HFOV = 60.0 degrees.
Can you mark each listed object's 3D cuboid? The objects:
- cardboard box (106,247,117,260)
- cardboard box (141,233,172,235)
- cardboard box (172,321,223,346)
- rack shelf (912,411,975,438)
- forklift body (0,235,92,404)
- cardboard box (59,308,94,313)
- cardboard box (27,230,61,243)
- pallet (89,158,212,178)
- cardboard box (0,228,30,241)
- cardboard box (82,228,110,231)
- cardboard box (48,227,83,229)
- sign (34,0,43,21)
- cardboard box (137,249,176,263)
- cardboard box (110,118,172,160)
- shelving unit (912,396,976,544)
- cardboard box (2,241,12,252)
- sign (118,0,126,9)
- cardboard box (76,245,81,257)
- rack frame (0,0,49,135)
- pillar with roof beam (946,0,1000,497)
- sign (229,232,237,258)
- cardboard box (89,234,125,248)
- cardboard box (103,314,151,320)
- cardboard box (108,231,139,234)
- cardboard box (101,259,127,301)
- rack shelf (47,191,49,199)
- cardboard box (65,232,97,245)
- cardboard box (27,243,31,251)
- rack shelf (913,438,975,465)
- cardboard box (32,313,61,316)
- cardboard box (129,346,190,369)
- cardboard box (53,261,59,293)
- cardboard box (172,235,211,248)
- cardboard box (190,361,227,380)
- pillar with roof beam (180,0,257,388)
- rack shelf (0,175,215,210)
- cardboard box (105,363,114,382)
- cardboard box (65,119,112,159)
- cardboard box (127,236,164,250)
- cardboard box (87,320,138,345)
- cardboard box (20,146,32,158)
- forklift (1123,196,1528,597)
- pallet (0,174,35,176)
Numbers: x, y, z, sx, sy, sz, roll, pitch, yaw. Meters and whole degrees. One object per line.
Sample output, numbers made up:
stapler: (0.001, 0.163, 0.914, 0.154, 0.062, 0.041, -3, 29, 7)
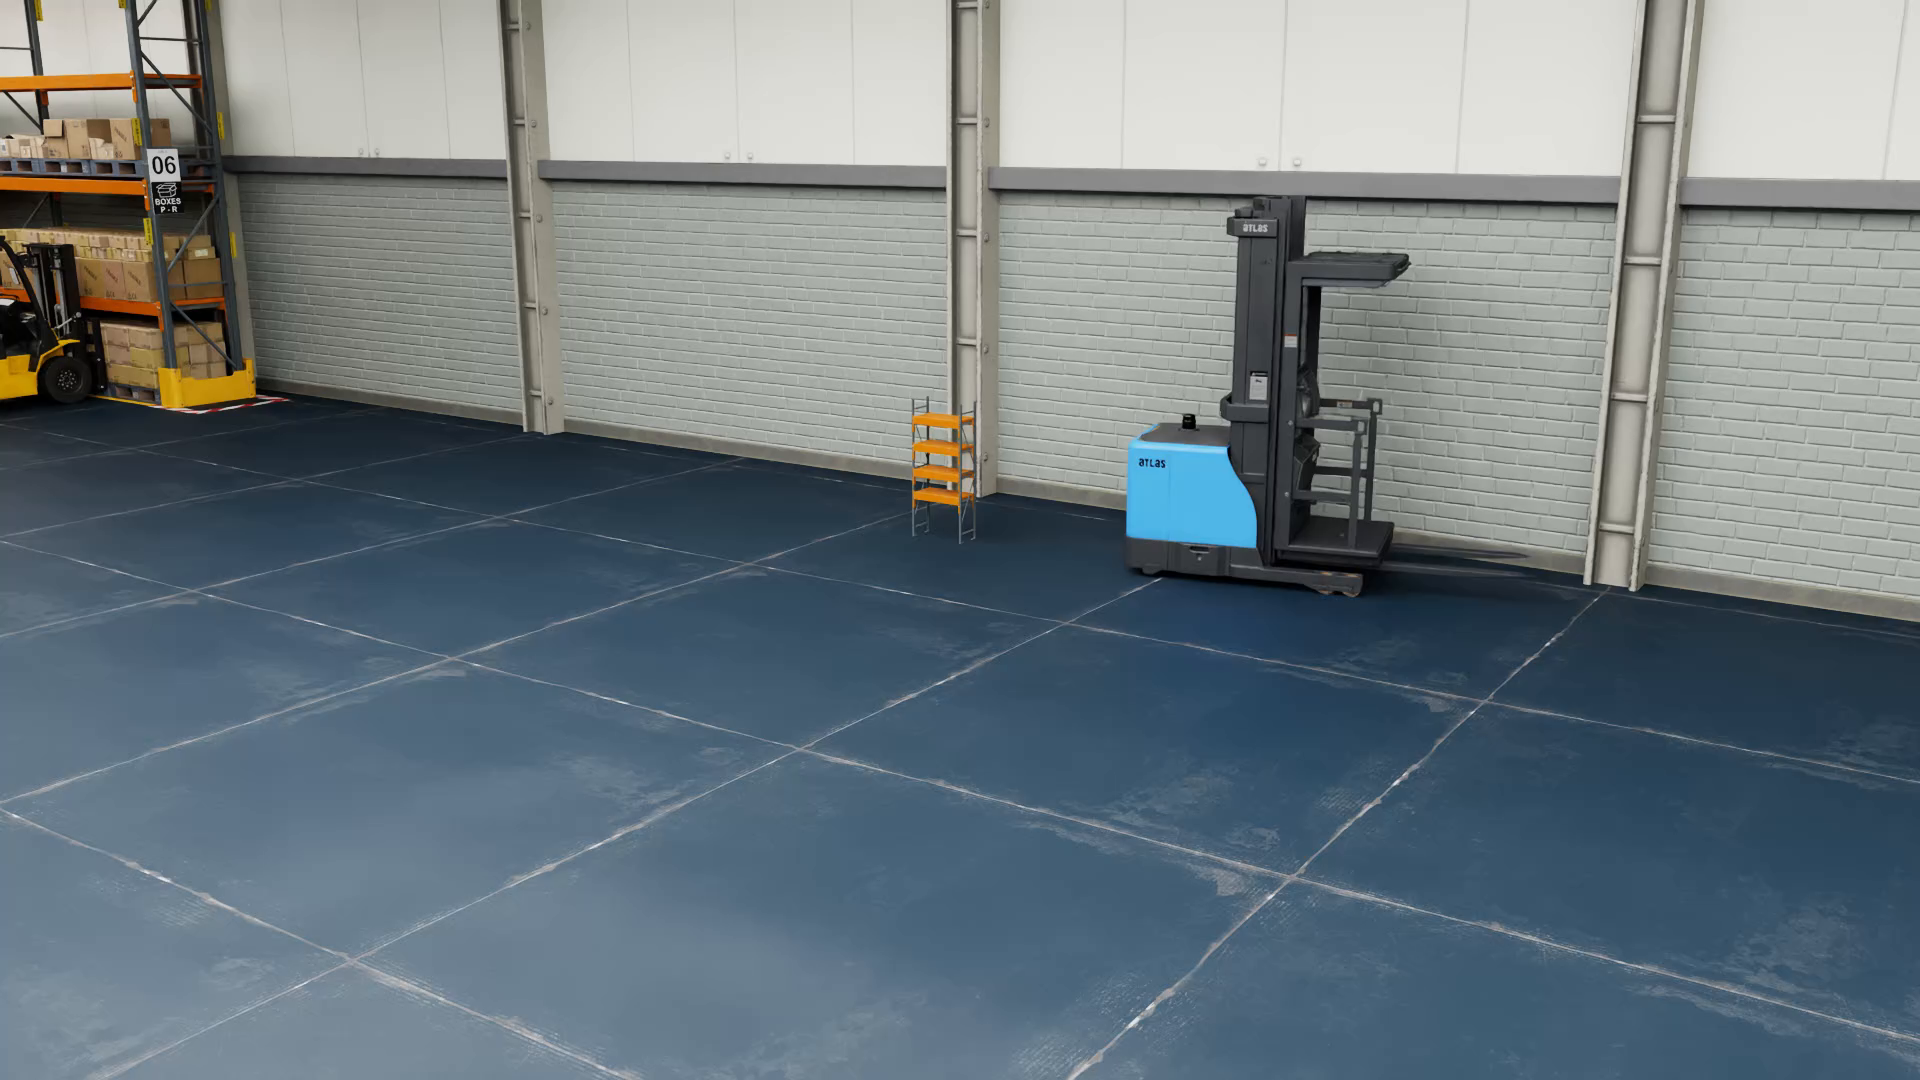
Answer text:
cardboard box: (-10.815, -3.725, 21.570, 0.250, 0.149, 0.380, 9, 17, 32)
cardboard box: (-10.544, -3.966, 21.925, 0.250, 0.149, 0.380, 9, 17, 33)
cardboard box: (-10.055, -2.717, 21.823, 0.500, 0.250, 0.500, 9, 16, 32)
rack shelf: (-0.137, -0.986, 14.174, 0.480, 0.148, 0.258, 9, 17, 33)
forklift body: (-12.354, -2.739, 20.910, 1.214, 2.155, 2.313, 9, 17, 33)
cardboard box: (-12.565, -3.124, 23.466, 0.500, 0.250, 0.500, 10, 17, 34)
cardboard box: (-12.342, -4.098, 22.458, 0.250, 0.149, 0.380, 10, 17, 34)
pallet: (-10.334, -4.773, 21.304, 1.213, 0.211, 1.003, 9, 17, 33)
cardboard box: (-12.982, -4.202, 22.880, 0.250, 0.149, 0.380, 10, 17, 34)
cardboard box: (-11.789, -4.187, 22.818, 0.250, 0.149, 0.380, 9, 16, 32)
cardboard box: (-12.463, -4.280, 23.193, 0.250, 0.149, 0.380, 9, 16, 31)
sign: (-12.751, -7.346, 22.999, 0.005, 0.325, 0.100, 9, 17, 33)
cardboard box: (-10.206, -3.614, 21.122, 0.250, 0.149, 0.380, 9, 17, 34)
cardboard box: (-10.265, -5.028, 20.859, 0.500, 0.500, 0.500, 10, 17, 35)
shelving unit: (-0.137, -0.605, 14.269, 0.503, 1.200, 0.258, 9, 17, 33)
cardboard box: (-12.964, -4.065, 22.943, 0.250, 0.149, 0.380, 9, 16, 32)
sign: (-10.077, -6.558, 19.978, 0.005, 0.325, 0.100, 9, 17, 33)
cardboard box: (-11.441, -3.833, 22.006, 0.250, 0.149, 0.380, 9, 17, 32)
rack frame: (-13.081, -6.709, 22.696, 0.127, 3.000, 1.000, 9, 17, 33)
pillar with roof beam: (-2.282, -3.978, 11.664, 0.400, 9.000, 9.100, 9, 17, 33)
sign: (-9.447, -3.829, 21.580, 0.005, 0.325, 0.100, 9, 17, 33)
cardboard box: (-11.074, -3.891, 21.624, 0.250, 0.149, 0.380, 10, 17, 34)
cardboard box: (-11.302, -2.922, 22.653, 0.500, 0.250, 0.500, 9, 16, 32)
cardboard box: (-11.189, -4.069, 22.339, 0.250, 0.149, 0.380, 9, 17, 33)
cardboard box: (-10.742, -3.394, 21.582, 0.500, 0.500, 0.500, 10, 17, 35)
rack shelf: (-14.741, -5.172, 24.227, 4.000, 0.370, 1.077, 9, 17, 33)
cardboard box: (-11.652, -4.016, 22.125, 0.250, 0.149, 0.380, 9, 17, 33)
cardboard box: (-12.353, -3.953, 22.492, 0.250, 0.149, 0.380, 10, 17, 34)
rack shelf: (-0.137, -0.756, 14.231, 0.480, 0.148, 0.258, 9, 17, 33)
cardboard box: (-12.436, -2.953, 22.777, 0.500, 0.250, 0.500, 9, 17, 33)
cardboard box: (-10.341, -2.375, 21.482, 0.500, 0.250, 0.500, 9, 16, 32)
cardboard box: (-11.997, -3.599, 22.412, 0.500, 0.500, 0.500, 9, 17, 32)
cardboard box: (-9.922, -3.855, 21.479, 0.250, 0.149, 0.380, 9, 16, 32)
cardboard box: (-10.061, -2.234, 21.954, 0.500, 0.250, 0.500, 9, 17, 33)
pillar with roof beam: (-12.240, -5.587, 18.165, 0.400, 9.000, 9.100, 9, 17, 33)
rack shelf: (-11.422, -4.635, 22.060, 4.000, 0.370, 1.077, 9, 17, 33)
cardboard box: (-11.146, -2.267, 22.086, 0.500, 0.250, 0.500, 9, 17, 33)
cardboard box: (-11.060, -5.185, 21.494, 0.500, 0.500, 0.700, 9, 17, 33)
cardboard box: (-10.399, -3.801, 21.257, 0.250, 0.149, 0.380, 9, 17, 33)
cardboard box: (-11.170, -2.747, 21.946, 0.500, 0.250, 0.500, 9, 17, 34)
cardboard box: (-12.241, -5.159, 22.120, 0.250, 0.149, 0.380, 10, 17, 34)
forklift: (2.875, -1.137, 12.819, 3.031, 2.935, 1.130, 5, 15, 19)
pallet: (-13.820, -5.275, 23.547, 1.217, 0.209, 0.805, 8, 16, 31)
